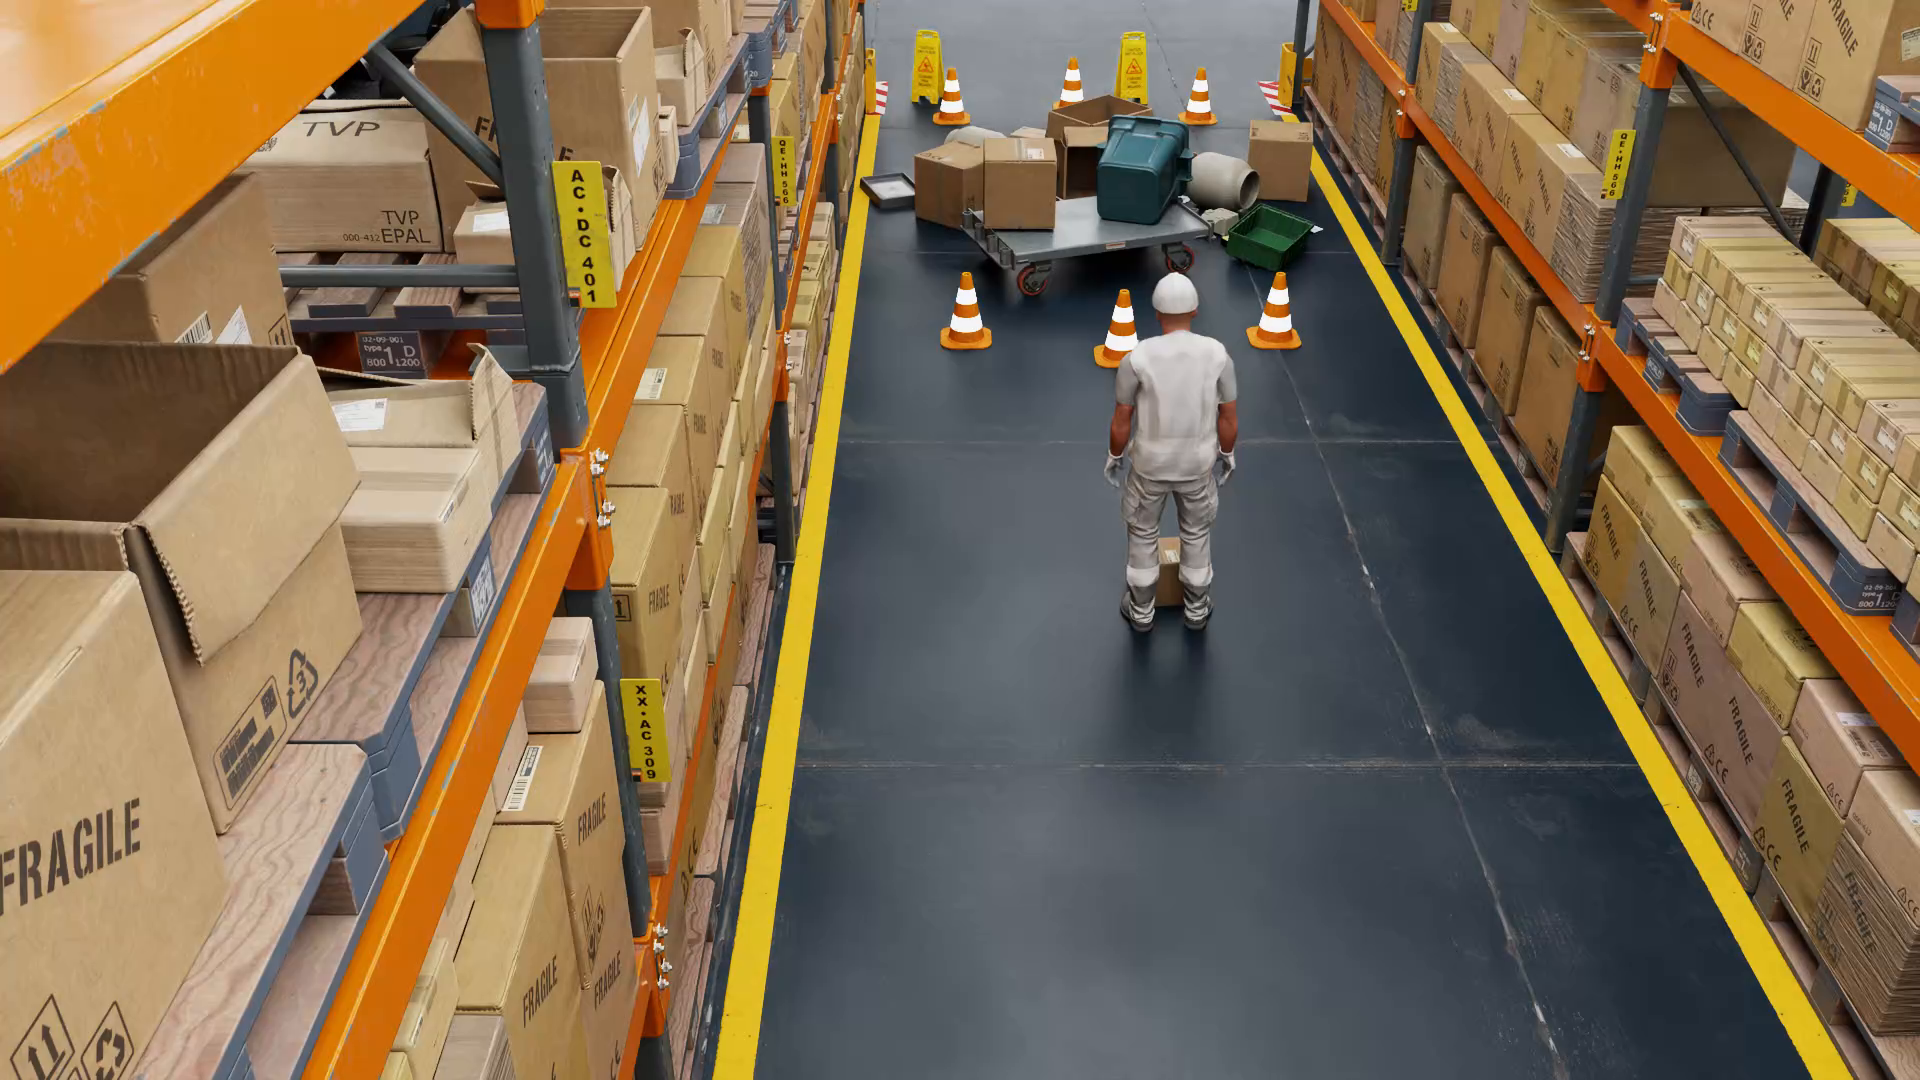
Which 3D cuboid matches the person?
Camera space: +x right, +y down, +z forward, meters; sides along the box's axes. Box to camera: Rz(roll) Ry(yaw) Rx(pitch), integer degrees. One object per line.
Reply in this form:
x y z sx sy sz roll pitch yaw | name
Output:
13.375 -4.701 14.911 25.708 1.732 16.744 -1 31 -1 | person
